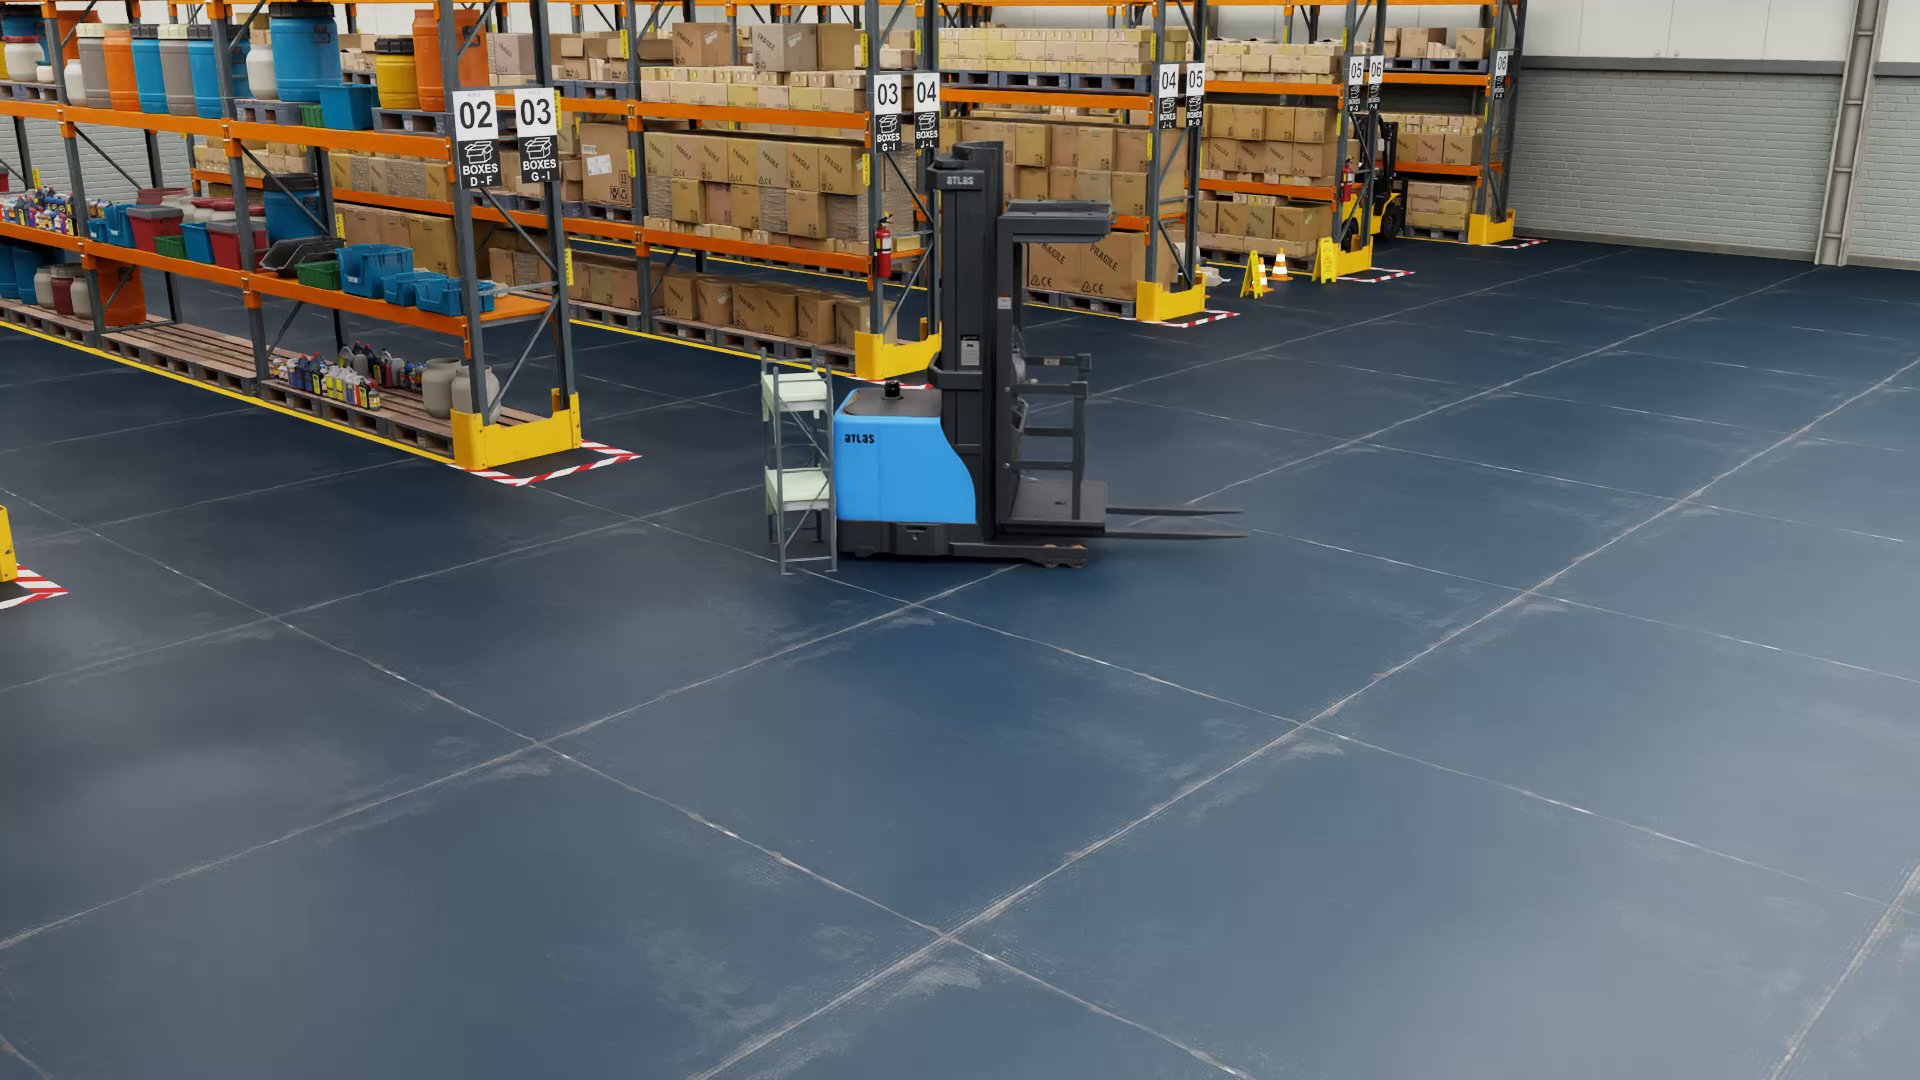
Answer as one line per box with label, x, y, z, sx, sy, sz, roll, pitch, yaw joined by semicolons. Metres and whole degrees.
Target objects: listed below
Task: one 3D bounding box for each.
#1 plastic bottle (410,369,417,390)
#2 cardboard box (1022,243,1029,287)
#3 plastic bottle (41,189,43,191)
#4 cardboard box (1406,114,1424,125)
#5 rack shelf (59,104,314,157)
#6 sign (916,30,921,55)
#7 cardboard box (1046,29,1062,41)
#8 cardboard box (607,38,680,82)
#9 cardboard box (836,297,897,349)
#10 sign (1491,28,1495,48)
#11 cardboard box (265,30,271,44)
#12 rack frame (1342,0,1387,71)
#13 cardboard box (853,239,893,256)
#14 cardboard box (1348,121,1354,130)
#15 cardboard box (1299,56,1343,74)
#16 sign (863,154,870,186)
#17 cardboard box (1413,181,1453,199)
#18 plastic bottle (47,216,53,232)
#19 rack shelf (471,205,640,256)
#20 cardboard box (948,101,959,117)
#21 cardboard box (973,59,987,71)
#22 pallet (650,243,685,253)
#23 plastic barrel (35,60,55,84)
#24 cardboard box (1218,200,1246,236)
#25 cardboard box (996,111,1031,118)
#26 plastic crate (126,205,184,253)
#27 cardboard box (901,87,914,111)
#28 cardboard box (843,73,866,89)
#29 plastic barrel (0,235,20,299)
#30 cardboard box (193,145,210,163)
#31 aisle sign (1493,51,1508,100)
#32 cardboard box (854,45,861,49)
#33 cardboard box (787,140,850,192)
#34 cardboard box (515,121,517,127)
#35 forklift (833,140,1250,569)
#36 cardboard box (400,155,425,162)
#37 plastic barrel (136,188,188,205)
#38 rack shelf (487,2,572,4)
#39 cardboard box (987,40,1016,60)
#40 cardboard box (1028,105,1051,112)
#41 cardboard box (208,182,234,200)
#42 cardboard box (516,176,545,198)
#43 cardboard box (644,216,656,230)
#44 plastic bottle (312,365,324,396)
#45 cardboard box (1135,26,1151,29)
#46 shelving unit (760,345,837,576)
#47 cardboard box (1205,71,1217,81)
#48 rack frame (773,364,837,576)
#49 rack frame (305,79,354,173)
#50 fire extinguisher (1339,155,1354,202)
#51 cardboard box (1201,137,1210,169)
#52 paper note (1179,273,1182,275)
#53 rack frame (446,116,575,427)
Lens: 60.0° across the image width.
plastic bottle;-5.444;-1.611;16.627;0.097;0.201;0.097;0;18;0
cardboard box;0.875;-4.082;23.334;0.875;0.875;0.875;15;23;40
plastic bottle;-12.152;-4.503;22.035;0.133;0.283;0.061;15;23;39
cardboard box;8.036;-7.384;29.189;0.250;0.149;0.380;16;23;41
rack shelf;-8.377;-4.483;18.009;4.000;0.370;1.077;15;23;39
sign;-0.579;-6.918;23.119;0.005;0.325;0.100;15;23;39
cardboard box;1.338;-6.598;21.722;0.250;0.149;0.380;15;23;38
cardboard box;-3.879;-5.911;20.455;0.637;0.503;0.797;14;22;37
cardboard box;-1.058;-2.450;18.811;0.500;0.500;0.500;-13;22;-36
sign;8.898;-8.372;27.741;0.005;0.325;0.100;15;23;39
cardboard box;-10.202;-7.590;25.586;0.500;0.500;0.700;13;22;36
rack frame;5.976;-8.414;24.246;0.127;3.000;1.000;15;23;39
cardboard box;-0.952;-3.203;18.160;0.250;0.149;0.380;15;23;39
cardboard box;7.079;-7.497;30.039;0.250;0.149;0.380;15;23;39
cardboard box;5.415;-7.096;24.809;0.500;0.250;0.500;15;23;39
sign;-0.985;-3.893;17.483;0.005;0.325;0.100;15;23;39
cardboard box;8.331;-6.167;29.284;0.500;0.250;0.500;16;23;40
plastic bottle;-10.924;-3.820;20.018;0.097;0.201;0.097;0;18;0
rack shelf;-5.089;-4.174;21.994;4.000;0.370;1.077;15;23;39
cardboard box;-0.214;-7.839;30.535;0.500;0.500;0.500;14;22;37
cardboard box;0.389;-6.472;22.645;0.250;0.149;0.380;15;23;38
pallet;-4.709;-5.093;28.312;1.213;0.211;1.003;15;23;39
plastic barrel;-10.772;-5.544;19.697;0.301;0.262;0.301;0;18;0
cardboard box;4.438;-5.110;26.366;0.500;0.500;0.500;14;23;38
cardboard box;0.972;-7.199;28.986;0.500;0.500;0.500;16;23;40
plastic crate;-8.867;-3.434;18.369;0.583;0.464;0.402;15;23;39
cardboard box;-0.791;-4.825;18.147;0.500;0.250;0.500;16;24;41
cardboard box;-1.017;-4.845;17.551;0.250;0.149;0.380;15;23;39
plastic barrel;-12.469;-3.688;22.048;0.708;0.901;0.600;15;23;39
cardboard box;-12.389;-6.437;27.693;0.500;0.250;0.500;14;23;38
aisle sign;9.122;-7.837;28.051;0.004;0.787;0.394;15;23;39
cardboard box;-1.683;-7.154;24.525;0.500;0.311;0.500;14;22;37
cardboard box;-1.555;-4.132;18.362;0.500;0.500;0.500;15;23;39
cardboard box;-7.888;-7.359;30.185;0.500;0.500;0.500;14;23;38
forklift;0.613;-1.360;12.053;3.031;2.935;1.130;2;18;5
cardboard box;-7.607;-5.726;23.872;0.637;0.503;0.797;16;23;40
plastic barrel;-9.325;-3.838;19.521;0.708;0.536;0.600;15;23;39
rack shelf;-7.705;-9.740;29.620;4.000;0.370;1.077;15;23;39
cardboard box;0.710;-6.601;22.391;0.500;0.250;0.500;15;23;39
cardboard box;1.404;-7.595;29.159;0.250;0.149;0.380;14;22;37
cardboard box;-12.037;-5.602;28.122;0.875;0.875;0.875;15;23;39
cardboard box;-5.484;-4.658;21.885;0.500;0.250;0.500;14;22;38
cardboard box;-3.632;-3.884;20.307;0.250;0.149;0.380;15;23;39
plastic bottle;-6.316;-1.573;16.373;0.133;0.283;0.061;16;24;42
cardboard box;3.665;-9.809;32.577;0.500;0.500;0.500;15;23;40
shelving unit;-1.164;-0.587;11.981;0.431;1.500;0.755;-4;18;-12
cardboard box;3.961;-7.270;26.018;0.250;0.149;0.380;14;23;38
rack frame;-1.082;-0.479;11.641;0.400;1.500;0.023;-4;18;-12
rack frame;-9.577;-5.721;25.681;0.127;3.000;1.000;15;23;39
fire extinguisher;5.756;-5.390;24.765;0.183;0.674;0.296;15;23;39
cardboard box;3.886;-6.196;26.519;0.500;0.500;0.500;15;23;39
paper note;3.412;-4.077;25.428;0.148;0.019;0.142;-9;20;-27
rack frame;-3.889;-2.191;14.558;0.127;3.000;1.000;15;23;39
